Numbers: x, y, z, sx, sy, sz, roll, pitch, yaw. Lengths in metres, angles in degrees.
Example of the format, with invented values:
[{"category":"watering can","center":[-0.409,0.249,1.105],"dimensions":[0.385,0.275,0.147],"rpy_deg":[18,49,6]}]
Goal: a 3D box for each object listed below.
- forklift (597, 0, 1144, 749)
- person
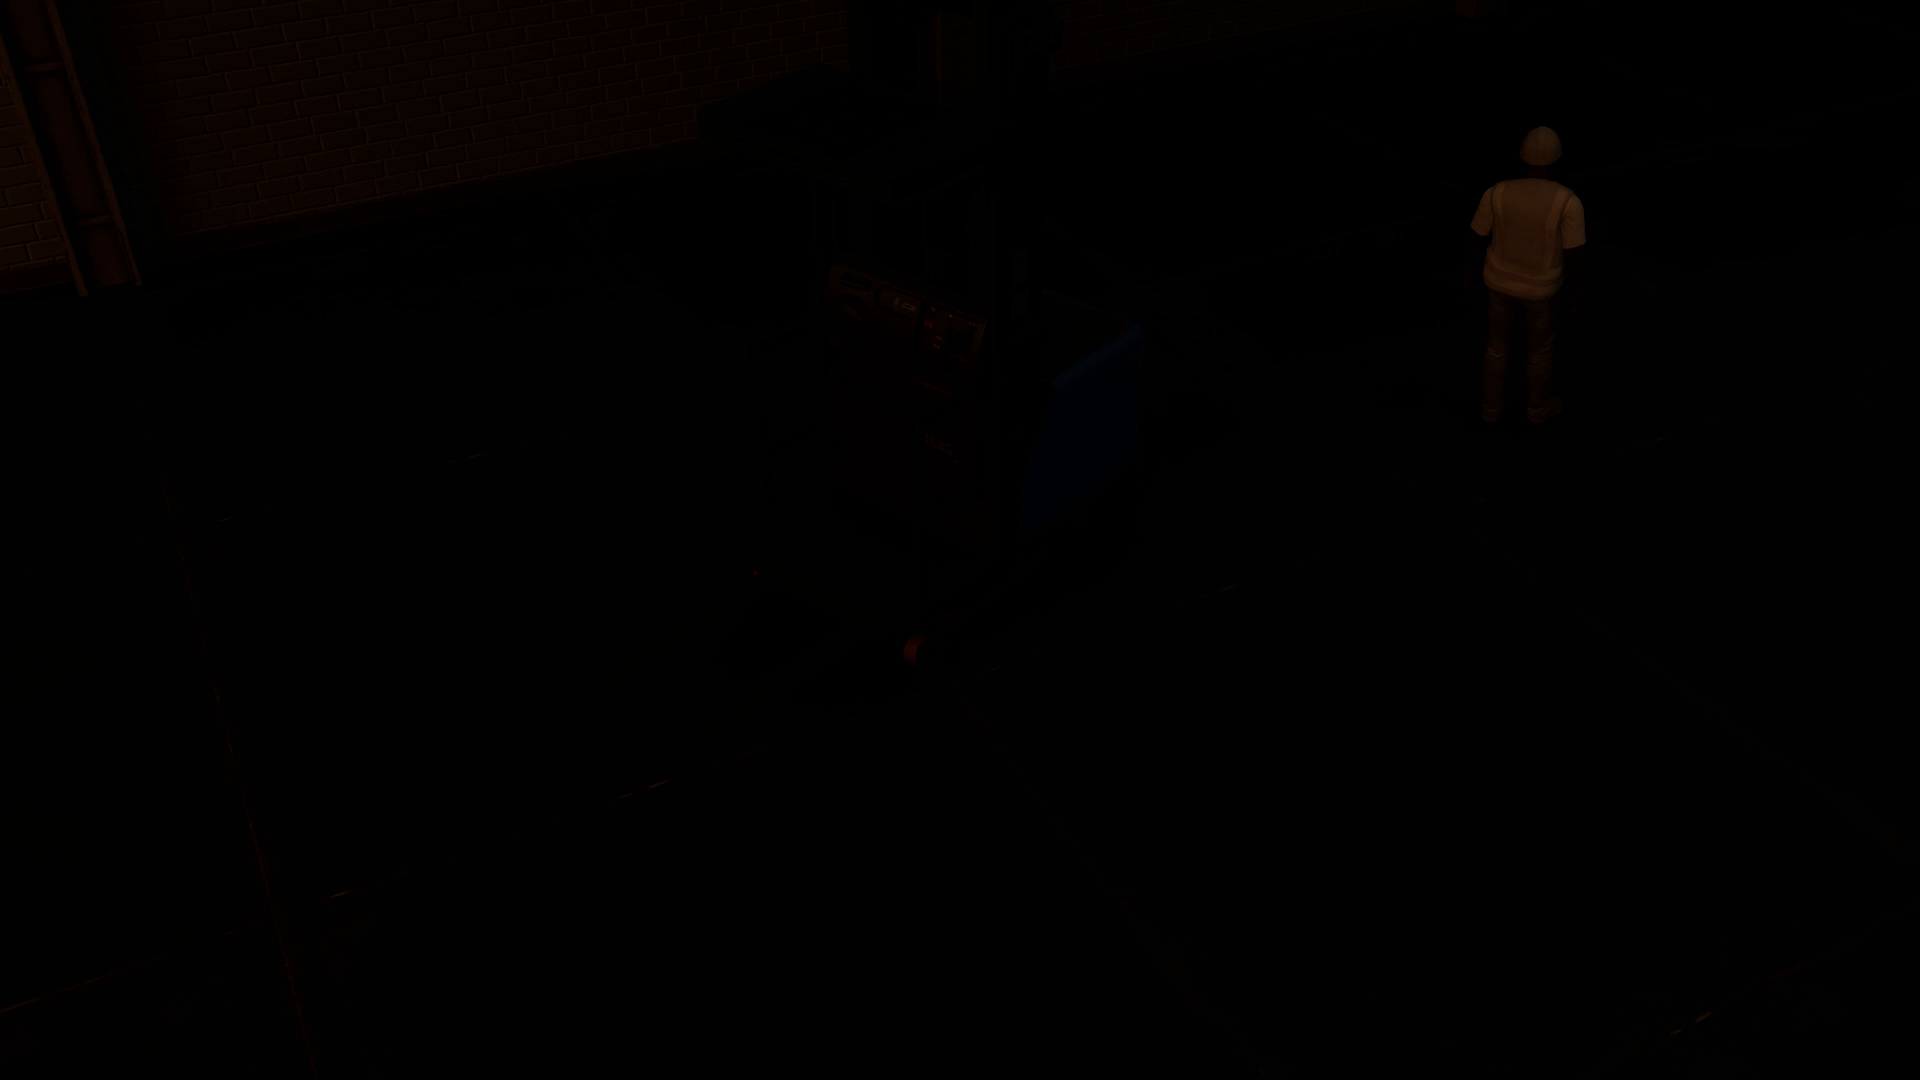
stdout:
[{"category":"forklift","center":[-0.390,-0.927,7.434],"dimensions":[1.130,2.935,3.031],"rpy_deg":[26,43,31]},{"category":"person","center":[3.130,-1.458,9.182],"dimensions":[0.665,1.767,0.575],"rpy_deg":[19,40,25]}]
